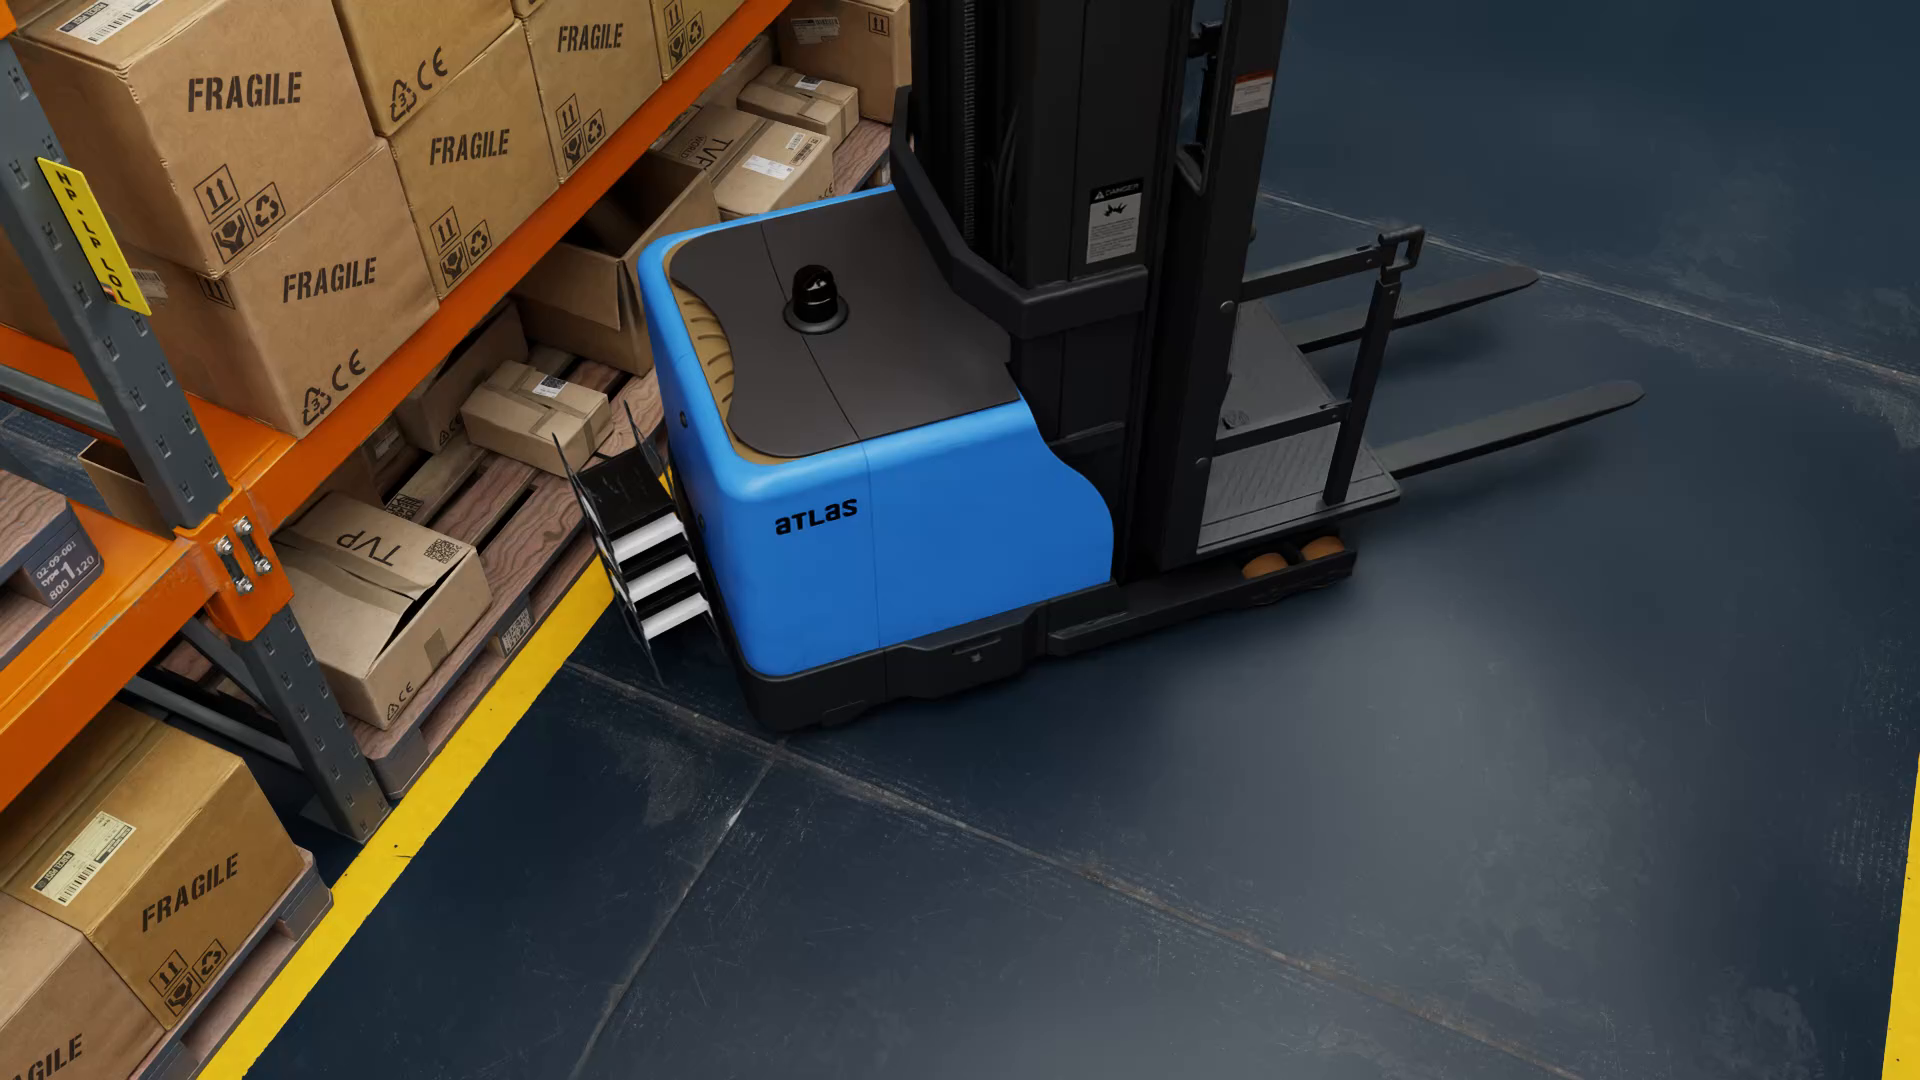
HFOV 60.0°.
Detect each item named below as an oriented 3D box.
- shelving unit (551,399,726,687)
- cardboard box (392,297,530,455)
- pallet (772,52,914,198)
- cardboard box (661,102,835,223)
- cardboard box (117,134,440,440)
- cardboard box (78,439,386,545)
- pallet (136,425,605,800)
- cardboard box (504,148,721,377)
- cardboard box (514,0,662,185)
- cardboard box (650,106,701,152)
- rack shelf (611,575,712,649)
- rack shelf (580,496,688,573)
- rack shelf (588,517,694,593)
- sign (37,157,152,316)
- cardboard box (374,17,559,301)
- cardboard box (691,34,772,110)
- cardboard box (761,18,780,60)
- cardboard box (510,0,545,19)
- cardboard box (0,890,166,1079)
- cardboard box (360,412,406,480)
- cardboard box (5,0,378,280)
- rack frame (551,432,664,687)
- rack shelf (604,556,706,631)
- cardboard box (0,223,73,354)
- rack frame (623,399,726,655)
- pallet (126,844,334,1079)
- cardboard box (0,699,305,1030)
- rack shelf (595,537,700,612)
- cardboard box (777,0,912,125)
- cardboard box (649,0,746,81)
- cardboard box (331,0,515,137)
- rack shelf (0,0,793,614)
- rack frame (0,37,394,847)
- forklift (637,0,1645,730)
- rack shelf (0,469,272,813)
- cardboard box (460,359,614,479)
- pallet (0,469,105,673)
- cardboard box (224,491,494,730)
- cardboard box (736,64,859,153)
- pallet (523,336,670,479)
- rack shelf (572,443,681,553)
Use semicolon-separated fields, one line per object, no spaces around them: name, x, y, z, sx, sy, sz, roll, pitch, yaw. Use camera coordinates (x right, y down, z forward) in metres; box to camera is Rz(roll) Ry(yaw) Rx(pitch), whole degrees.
shelving unit;-0.878;0.031;4.624;0.210;0.900;0.258;-28;55;-16
cardboard box;-1.743;-0.613;5.279;0.500;0.311;0.500;20;52;16
pallet;-0.713;-1.590;6.465;1.003;0.211;1.213;20;52;16
cardboard box;-0.784;-1.248;5.859;0.500;0.250;0.500;20;52;16
cardboard box;-1.586;-0.636;3.756;0.500;0.500;0.500;21;53;17
cardboard box;-2.063;-0.158;4.767;0.500;0.500;0.500;20;52;16
pallet;-1.756;0.090;5.035;1.003;0.211;1.213;20;52;16
cardboard box;-1.252;-0.970;5.456;0.797;0.503;0.637;20;52;16
cardboard box;-1.154;-1.333;4.349;0.500;0.500;0.500;20;52;16
cardboard box;-1.257;-1.376;5.968;0.500;0.250;0.500;20;52;16
rack shelf;-0.863;0.162;4.791;0.200;0.077;0.258;-28;55;-16
rack shelf;-0.888;-0.059;4.508;0.200;0.077;0.258;-28;55;-16
rack shelf;-0.882;-0.004;4.579;0.200;0.077;0.258;-28;55;-16
sign;-1.547;-0.538;2.978;0.100;0.325;0.005;20;52;16
cardboard box;-1.370;-0.989;4.057;0.500;0.500;0.500;21;53;17
cardboard box;-1.044;-1.720;6.261;0.500;0.250;0.500;20;52;16
cardboard box;-0.938;-1.971;6.529;0.380;0.166;0.250;20;52;16
cardboard box;-1.154;-1.640;3.953;0.500;0.500;0.500;18;52;15
cardboard box;-2.221;1.097;3.699;0.500;0.500;0.500;20;52;16
cardboard box;-1.957;-0.322;5.138;0.380;0.149;0.250;20;52;16
cardboard box;-1.594;-0.930;3.350;0.500;0.500;0.500;21;53;17
rack frame;-0.964;0.076;4.596;0.006;0.900;0.240;-28;55;-16
rack shelf;-0.869;0.107;4.721;0.200;0.077;0.258;-28;55;-16
cardboard box;-2.068;-0.801;3.896;0.500;0.500;0.500;21;53;17
rack frame;-0.791;-0.015;4.652;0.006;0.900;0.240;-28;55;-16
pallet;-2.363;1.135;4.146;1.003;0.211;1.213;20;52;16
cardboard box;-2.002;0.760;3.987;0.500;0.500;0.500;20;52;16
rack shelf;-0.875;0.051;4.650;0.200;0.077;0.258;-28;55;-16
cardboard box;-0.351;-1.973;6.312;0.500;0.500;0.500;20;52;16
cardboard box;-0.938;-1.684;4.647;0.500;0.500;0.500;19;52;16
cardboard box;-1.374;-1.286;3.652;0.500;0.500;0.500;18;52;15
rack shelf;-1.196;-1.485;5.016;1.077;0.370;4.000;20;52;16
rack frame;-2.050;-0.341;3.571;1.000;3.000;0.127;20;52;16
forklift;0.676;-1.116;4.275;3.031;2.935;1.130;-16;51;-13
rack shelf;-2.904;1.269;2.673;1.077;0.370;4.000;20;52;16
cardboard box;-1.315;-0.383;5.178;0.380;0.166;0.250;20;52;16
pallet;-2.490;0.236;3.206;1.003;0.211;1.213;20;52;16
cardboard box;-1.675;0.169;4.613;0.500;0.311;0.500;20;52;16
cardboard box;-0.605;-1.616;6.227;0.380;0.166;0.250;20;52;16
pallet;-1.236;-0.753;5.752;1.003;0.211;1.213;20;52;16
rack shelf;-0.894;-0.115;4.438;0.200;0.077;0.258;-28;55;-16
